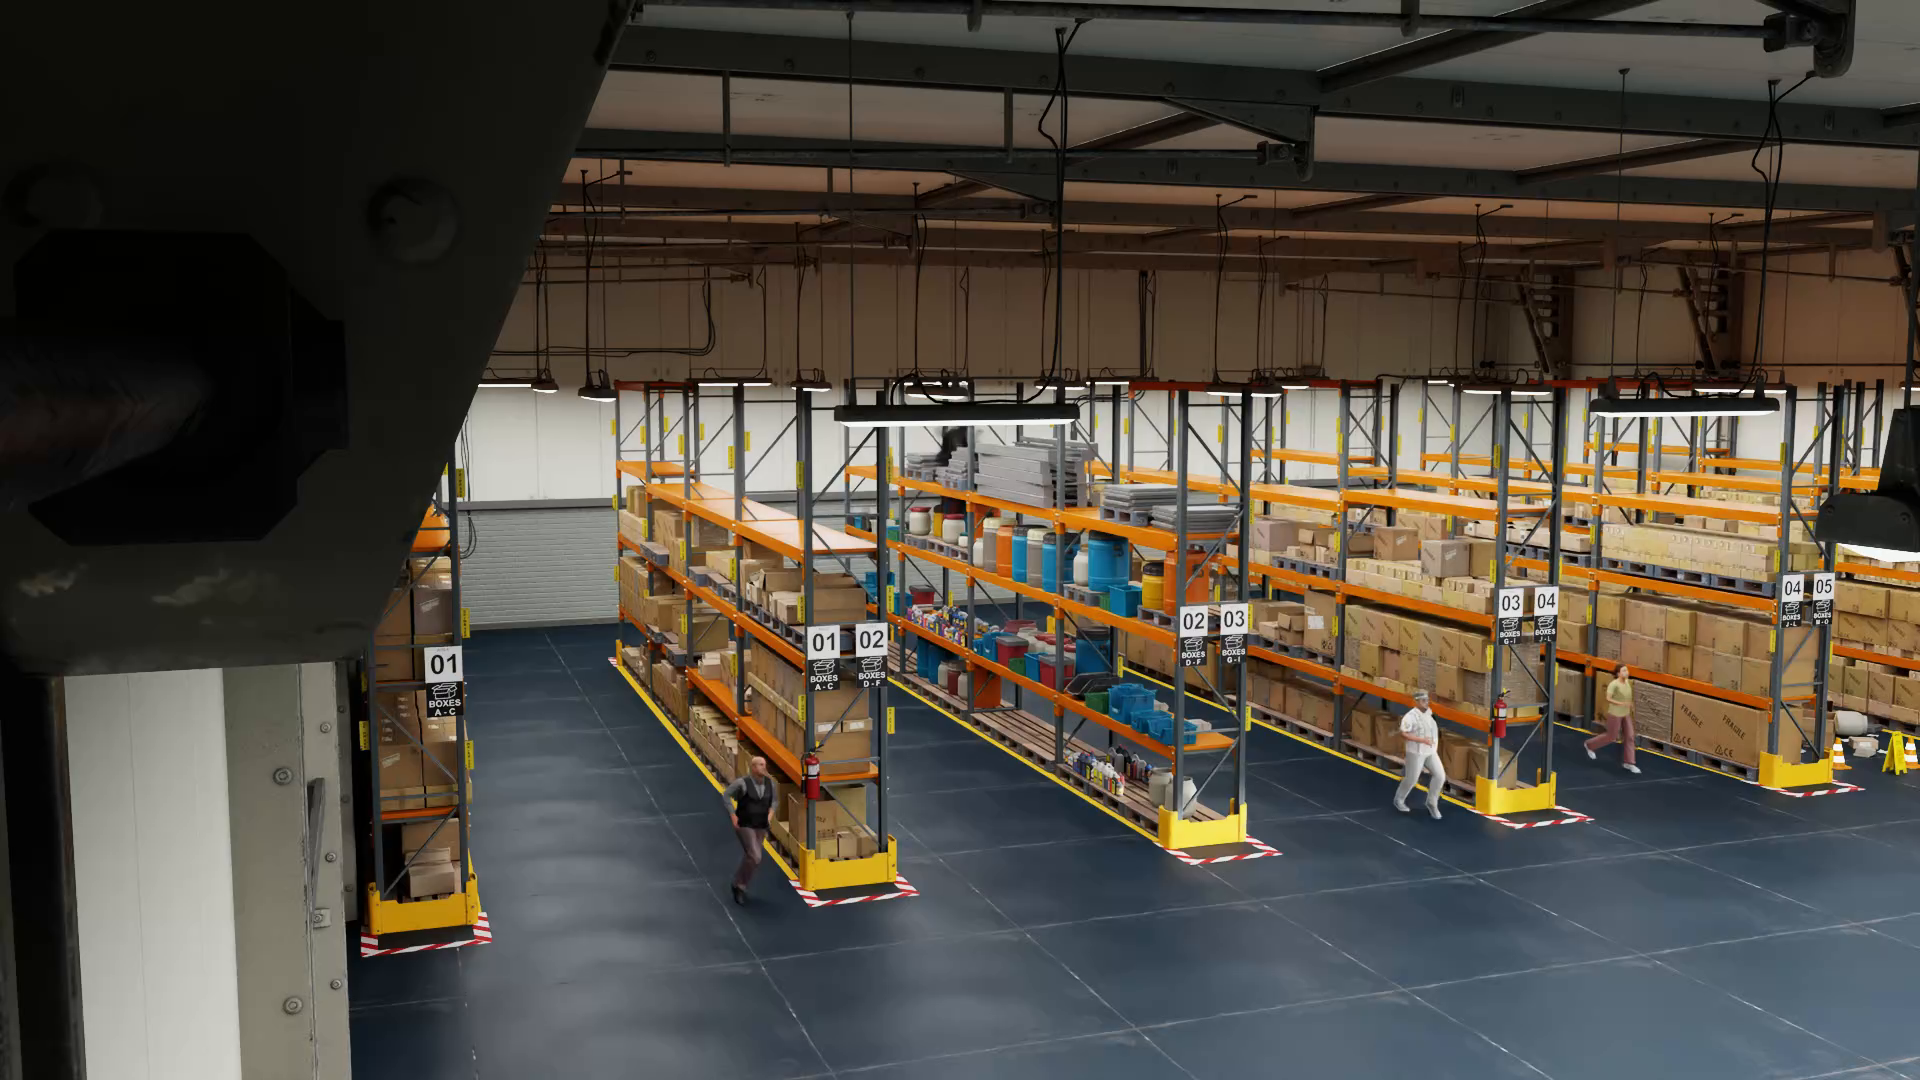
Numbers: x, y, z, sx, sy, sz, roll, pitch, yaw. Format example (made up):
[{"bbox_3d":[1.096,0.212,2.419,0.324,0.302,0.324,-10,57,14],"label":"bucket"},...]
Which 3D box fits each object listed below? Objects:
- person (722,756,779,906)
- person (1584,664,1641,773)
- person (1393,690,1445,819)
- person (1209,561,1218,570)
[{"bbox_3d":[-2.439,3.420,19.688,0.656,1.719,0.647,-6,8,-42],"label":"person"},{"bbox_3d":[10.291,2.752,26.080,0.585,1.674,0.950,-4,7,-30],"label":"person"},{"bbox_3d":[6.436,2.992,23.333,0.706,1.844,0.706,-4,7,-32],"label":"person"},{"bbox_3d":[5.816,1.288,39.160,0.761,1.744,1.025,0,6,0],"label":"person"}]
